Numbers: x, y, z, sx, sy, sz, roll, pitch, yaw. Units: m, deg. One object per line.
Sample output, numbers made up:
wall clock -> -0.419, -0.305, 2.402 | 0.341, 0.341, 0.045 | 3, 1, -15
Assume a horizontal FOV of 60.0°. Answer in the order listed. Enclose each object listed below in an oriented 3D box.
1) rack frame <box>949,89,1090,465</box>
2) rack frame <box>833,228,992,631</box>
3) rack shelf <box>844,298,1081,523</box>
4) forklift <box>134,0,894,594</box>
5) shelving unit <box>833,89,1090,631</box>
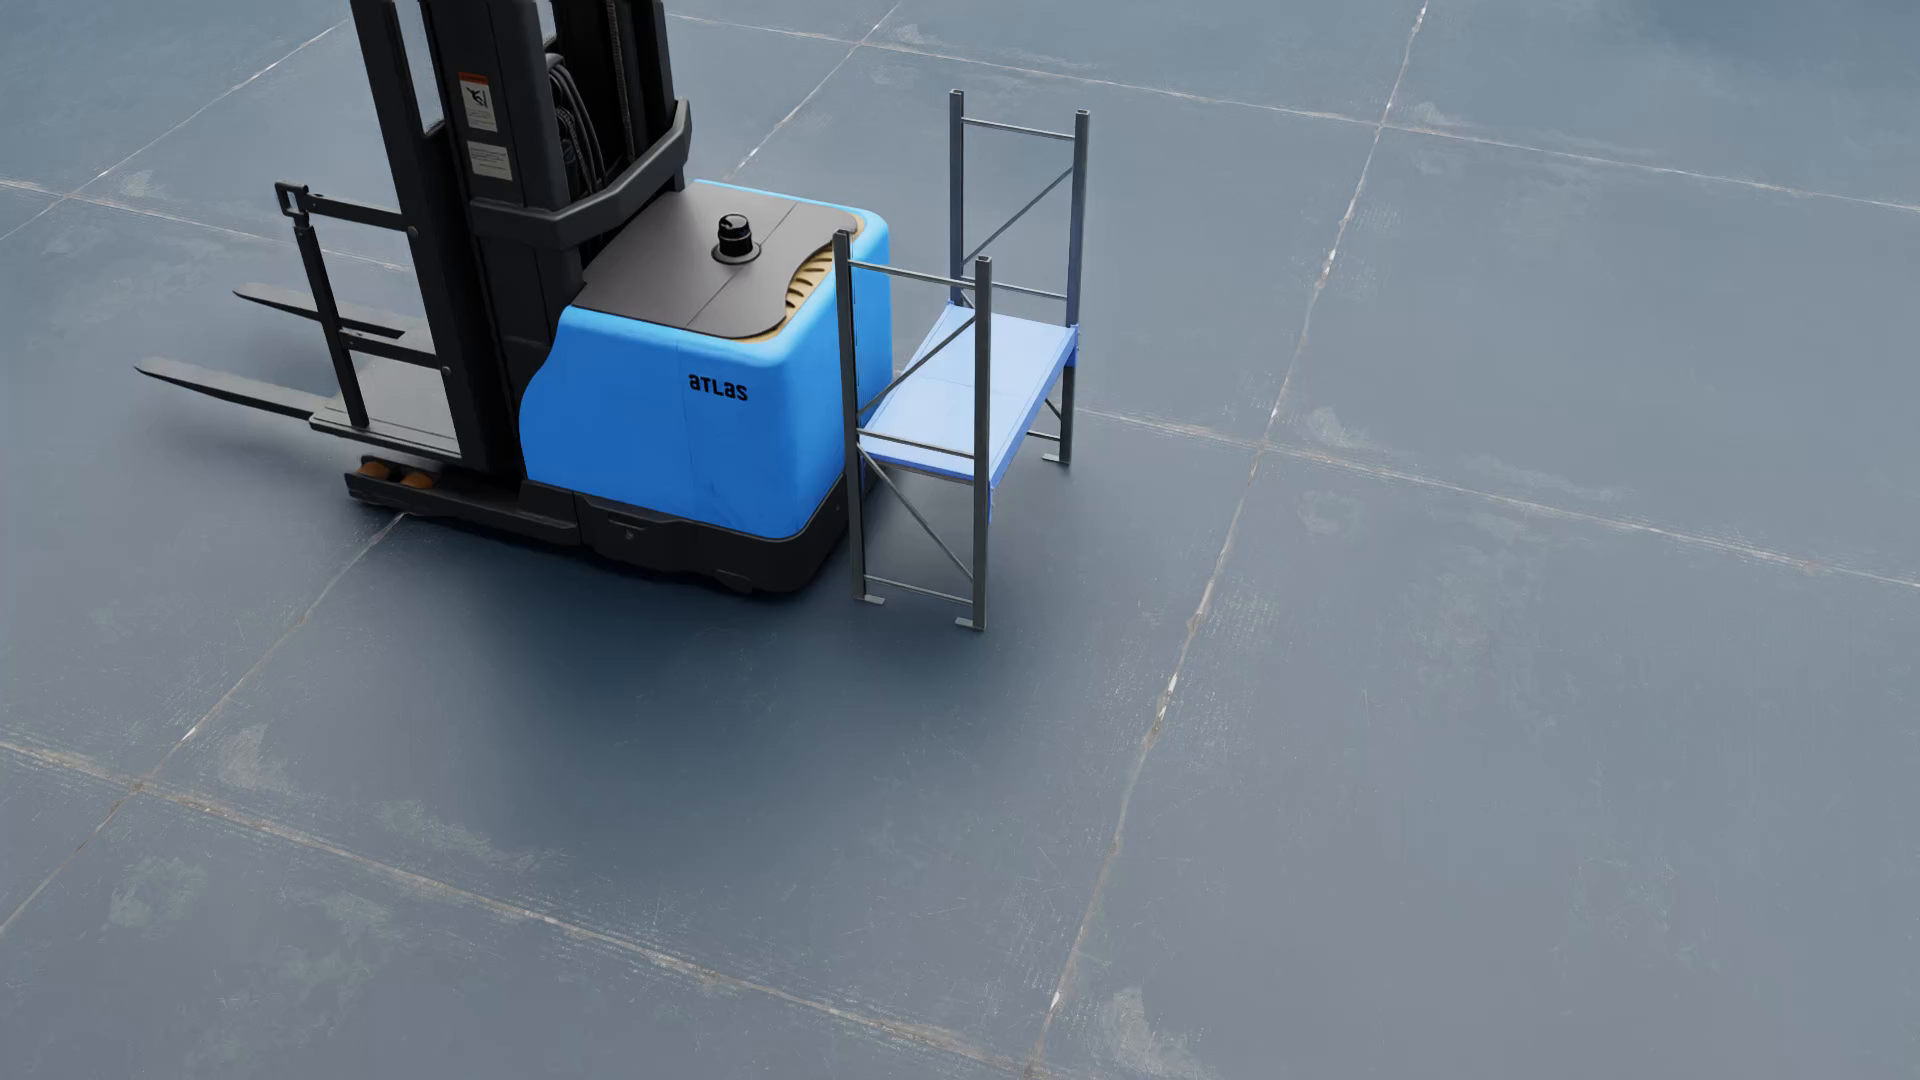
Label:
rack frame -> 0.203, -0.933, 6.188 | 0.500, 1.500, 0.032 | 13, 42, 15
rack frame -> -0.145, -0.313, 5.461 | 0.500, 1.500, 0.032 | 13, 42, 15
rack shelf -> 0.029, -0.486, 5.941 | 0.538, 0.185, 1.000 | 13, 42, 15
forklift -> -1.814, -1.512, 5.764 | 3.031, 2.935, 1.130 | 13, 42, 15
shelving unit -> 0.029, -0.623, 5.824 | 0.538, 1.500, 1.048 | 13, 42, 15
